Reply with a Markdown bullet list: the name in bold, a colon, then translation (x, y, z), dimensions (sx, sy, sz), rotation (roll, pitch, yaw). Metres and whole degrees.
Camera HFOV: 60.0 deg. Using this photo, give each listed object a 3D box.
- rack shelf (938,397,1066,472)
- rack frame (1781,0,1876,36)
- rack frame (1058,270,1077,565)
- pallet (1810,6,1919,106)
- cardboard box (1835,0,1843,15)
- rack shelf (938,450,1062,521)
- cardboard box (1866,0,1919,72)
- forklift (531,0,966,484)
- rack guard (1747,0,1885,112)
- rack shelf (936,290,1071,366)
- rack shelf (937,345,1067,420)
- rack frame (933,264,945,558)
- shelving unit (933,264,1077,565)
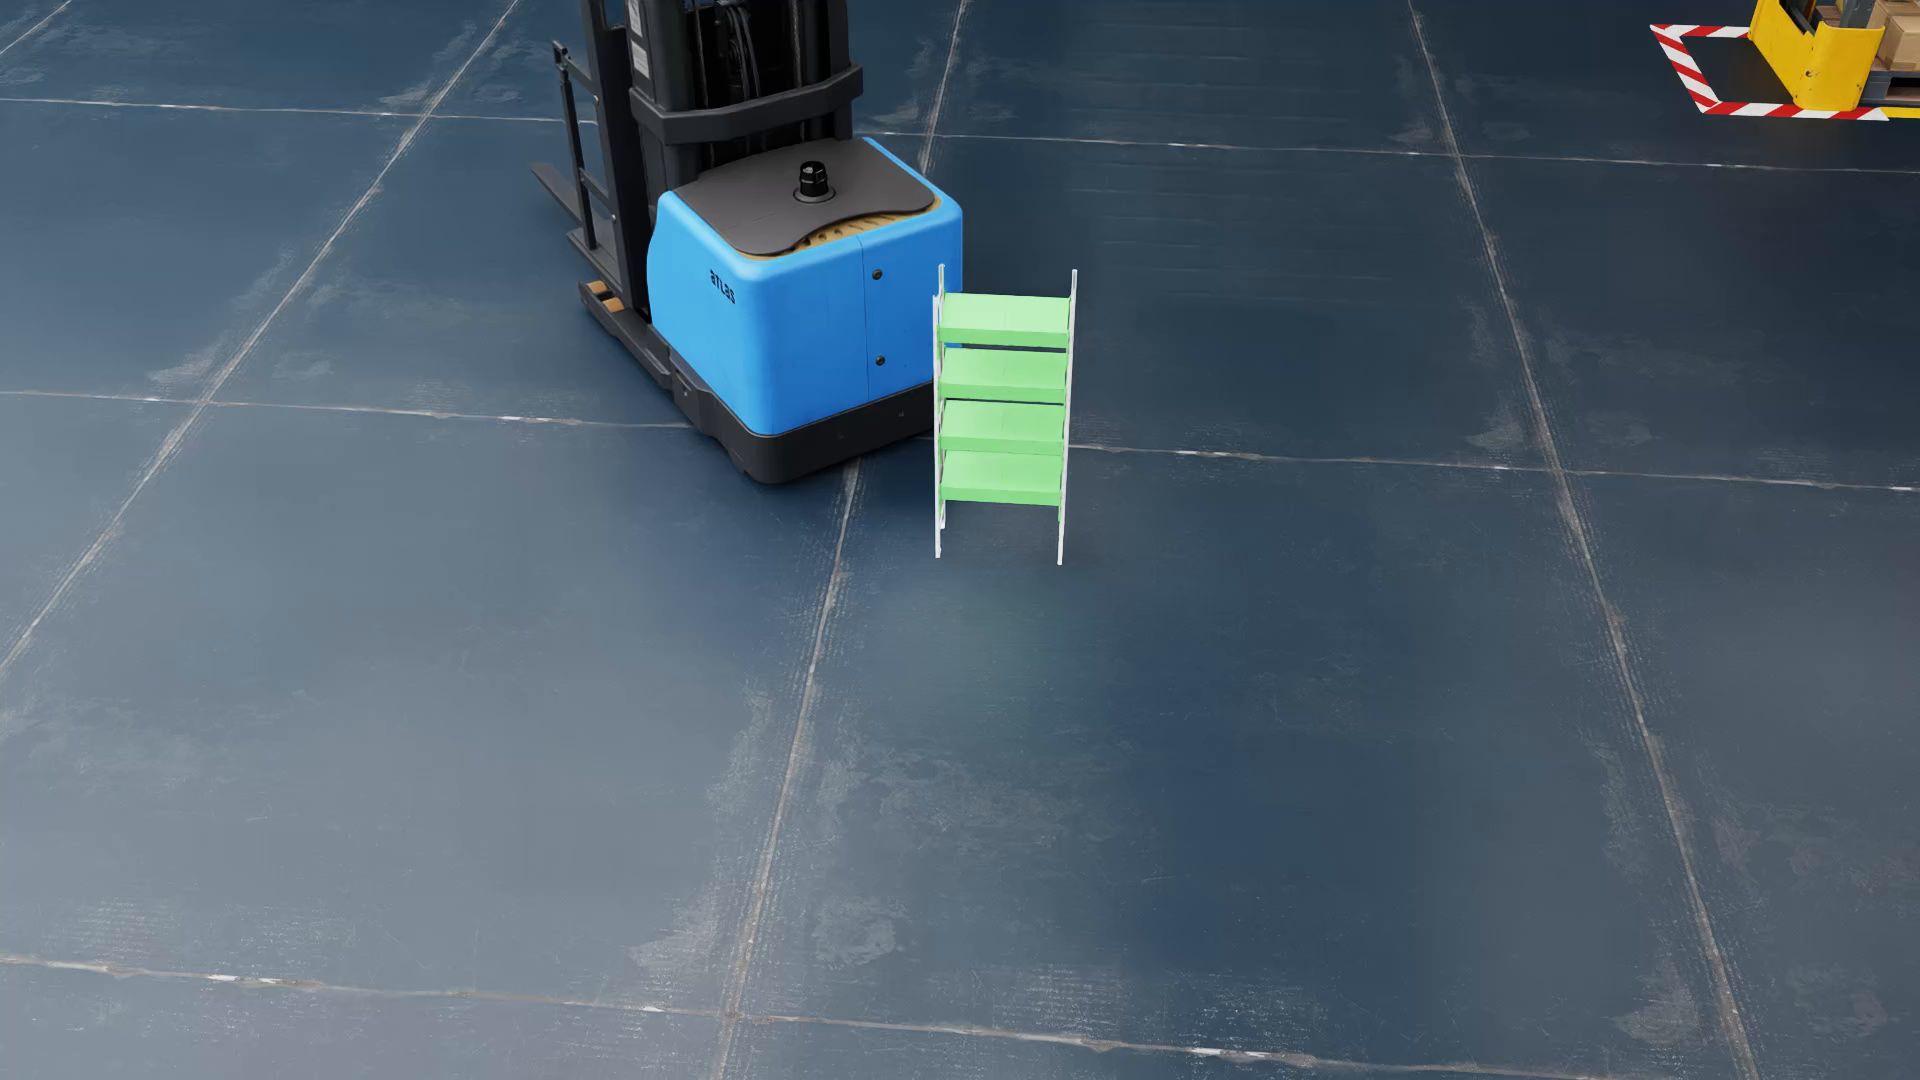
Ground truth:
- **rack shelf**: translation (0.165, -0.407, 6.400), dimensions (0.480, 0.148, 0.258), rotation (3, 39, 4)
- **rack frame**: translation (5.241, -4.079, 9.386), dimensions (0.127, 3.000, 1.000), rotation (3, 39, 4)
- **rack frame**: translation (0.408, -0.443, 6.344), dimensions (0.015, 1.200, 0.240), rotation (3, 39, 4)
- **pallet**: translation (6.006, -2.983, 10.247), dimensions (1.213, 0.211, 1.003), rotation (3, 39, 4)
- **cardboard box**: translation (5.801, -3.332, 10.313), dimensions (0.500, 0.250, 0.500), rotation (3, 39, 4)
- **rack shelf**: translation (0.165, -0.221, 6.552), dimensions (0.480, 0.148, 0.258), rotation (3, 39, 4)
- **cardboard box**: translation (5.756, -3.007, 9.913), dimensions (0.500, 0.250, 0.500), rotation (3, 39, 4)
- **forklift**: translation (-1.188, -2.272, 7.220), dimensions (1.130, 2.935, 3.031), rotation (-22, 44, -25)
- **rack guard**: translation (5.217, -3.111, 10.176), dimensions (0.348, 0.500, 1.175), rotation (3, 39, 4)
- **rack shelf**: translation (0.165, -0.779, 6.097), dimensions (0.480, 0.148, 0.258), rotation (3, 39, 4)
- **rack shelf**: translation (0.165, -0.593, 6.249), dimensions (0.480, 0.148, 0.258), rotation (3, 39, 4)
- **rack frame**: translation (-0.078, -0.470, 6.376), dimensions (0.015, 1.200, 0.240), rotation (3, 39, 4)
- **shelving unit**: translation (0.165, -0.456, 6.360), dimensions (0.503, 1.200, 0.258), rotation (3, 39, 4)
